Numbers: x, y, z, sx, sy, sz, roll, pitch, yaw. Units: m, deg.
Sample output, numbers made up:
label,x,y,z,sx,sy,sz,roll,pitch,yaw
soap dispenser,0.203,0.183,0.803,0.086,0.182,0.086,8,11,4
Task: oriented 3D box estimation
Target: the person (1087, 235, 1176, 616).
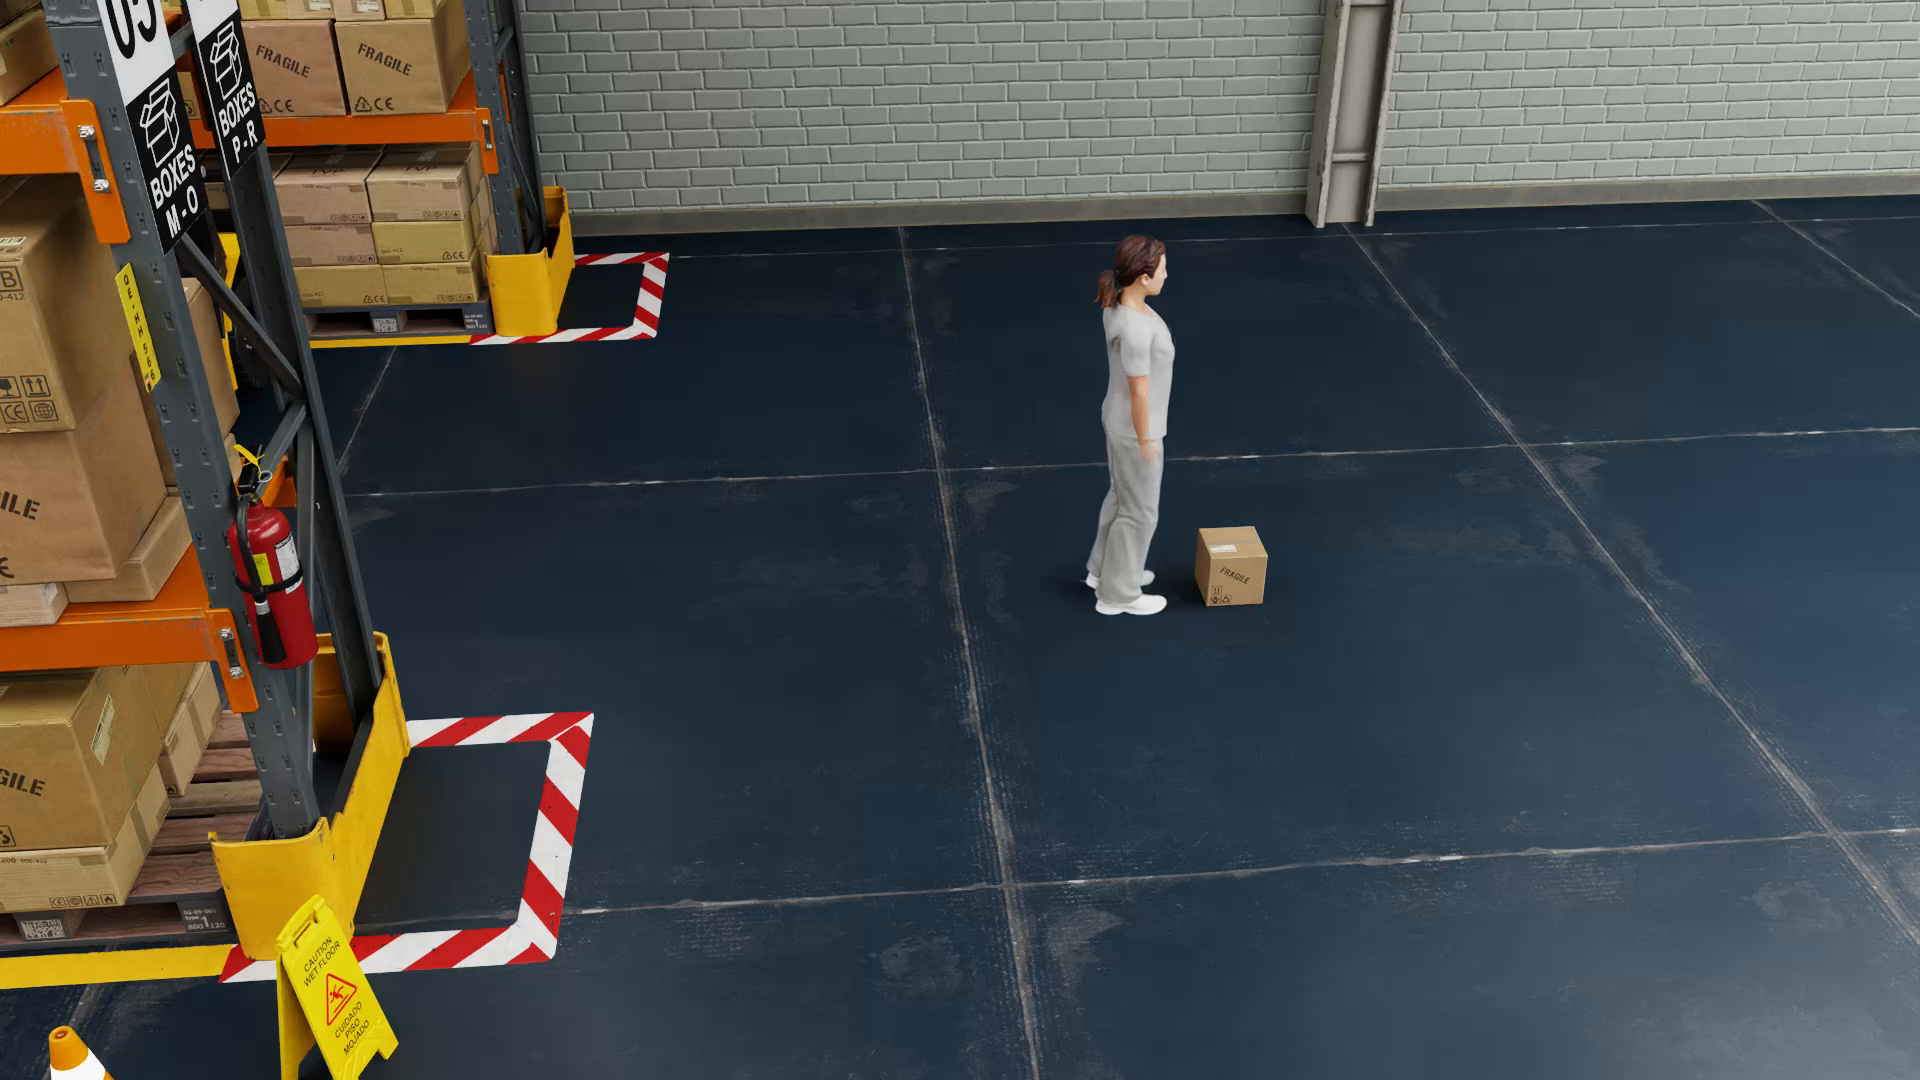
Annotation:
label,x,y,z,sx,sy,sz,roll,pitch,yaw
person,0.707,-0.470,6.923,0.363,1.678,0.438,-2,31,-3
